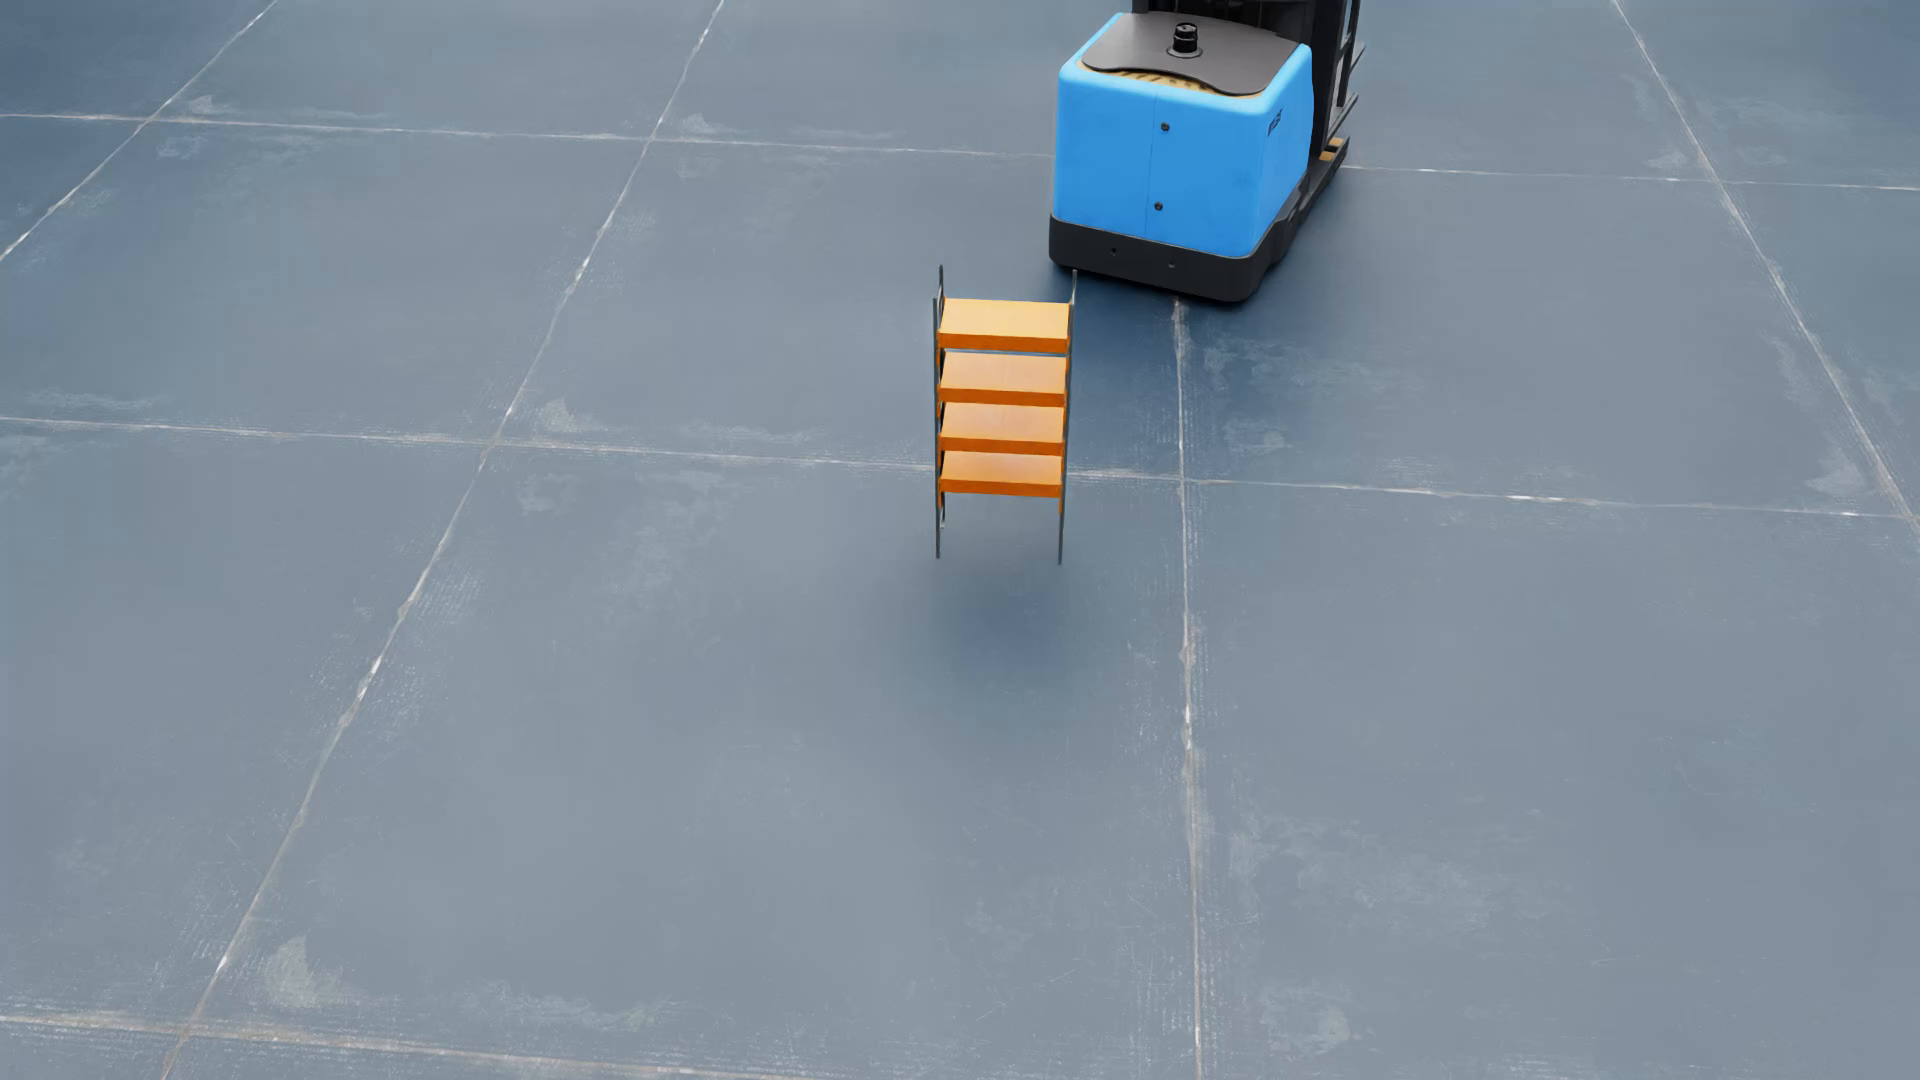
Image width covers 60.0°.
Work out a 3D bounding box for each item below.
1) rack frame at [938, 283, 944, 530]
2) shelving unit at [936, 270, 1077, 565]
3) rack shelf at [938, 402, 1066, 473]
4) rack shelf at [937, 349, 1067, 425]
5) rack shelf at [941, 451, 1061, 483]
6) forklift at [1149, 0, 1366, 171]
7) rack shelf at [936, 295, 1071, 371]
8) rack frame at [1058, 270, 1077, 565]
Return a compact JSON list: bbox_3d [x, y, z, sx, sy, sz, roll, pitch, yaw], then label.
[{"bbox_3d":[-0.078,-0.469,6.376,0.006,1.046,0.228,3,39,4],"label":"rack frame"},{"bbox_3d":[0.167,-0.456,6.360,0.499,1.200,0.258,3,39,4],"label":"shelving unit"},{"bbox_3d":[0.165,-0.404,6.403,0.480,0.148,0.258,3,39,4],"label":"rack shelf"},{"bbox_3d":[0.165,-0.578,6.261,0.480,0.148,0.258,3,39,4],"label":"rack shelf"},{"bbox_3d":[0.165,-0.292,6.494,0.457,0.021,0.221,3,39,4],"label":"rack shelf"},{"bbox_3d":[1.529,-3.216,8.379,1.121,2.935,3.031,16,42,19],"label":"forklift"},{"bbox_3d":[0.165,-0.761,6.112,0.480,0.148,0.258,3,39,4],"label":"rack shelf"},{"bbox_3d":[0.408,-0.443,6.344,0.015,1.200,0.240,3,39,4],"label":"rack frame"}]
